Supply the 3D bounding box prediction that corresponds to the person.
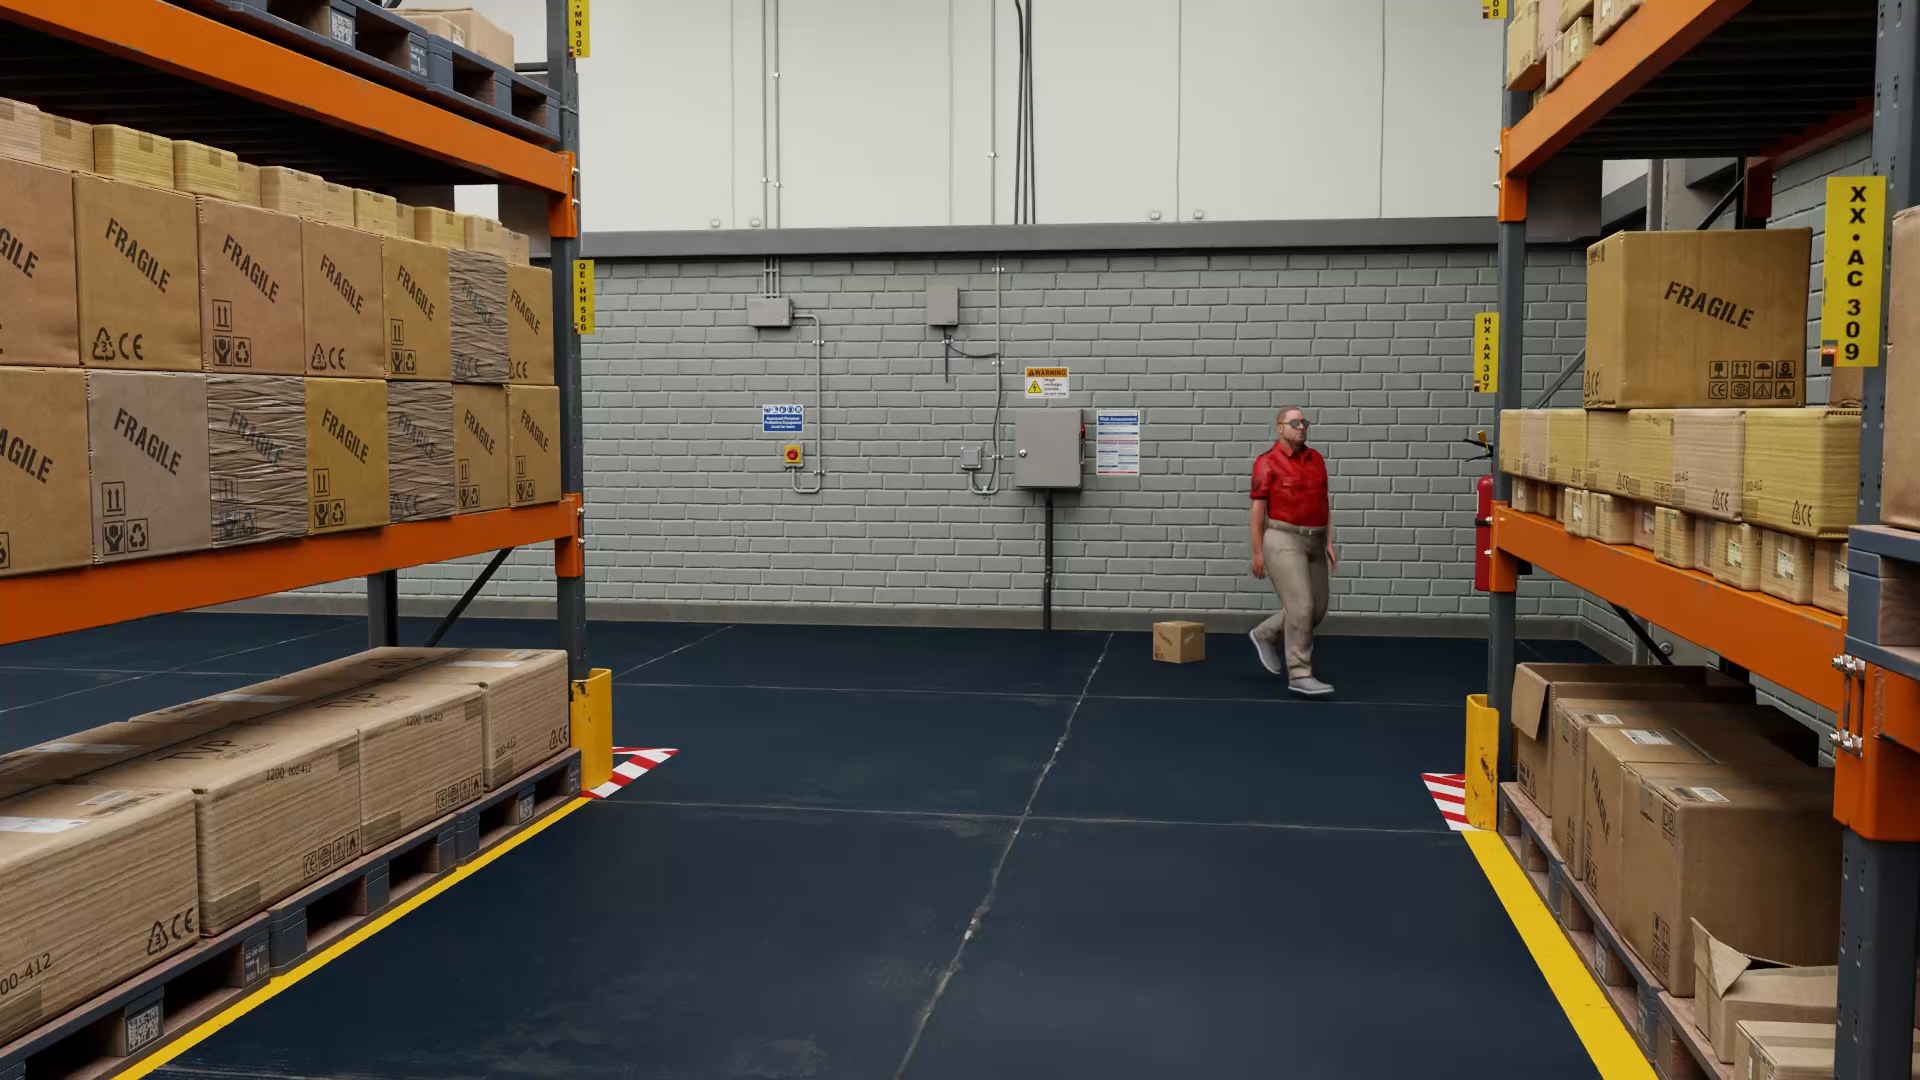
[{"bbox_3d":[1.993,0.043,10.000,0.531,1.689,0.834,-3,5,-34],"label":"person"}]
